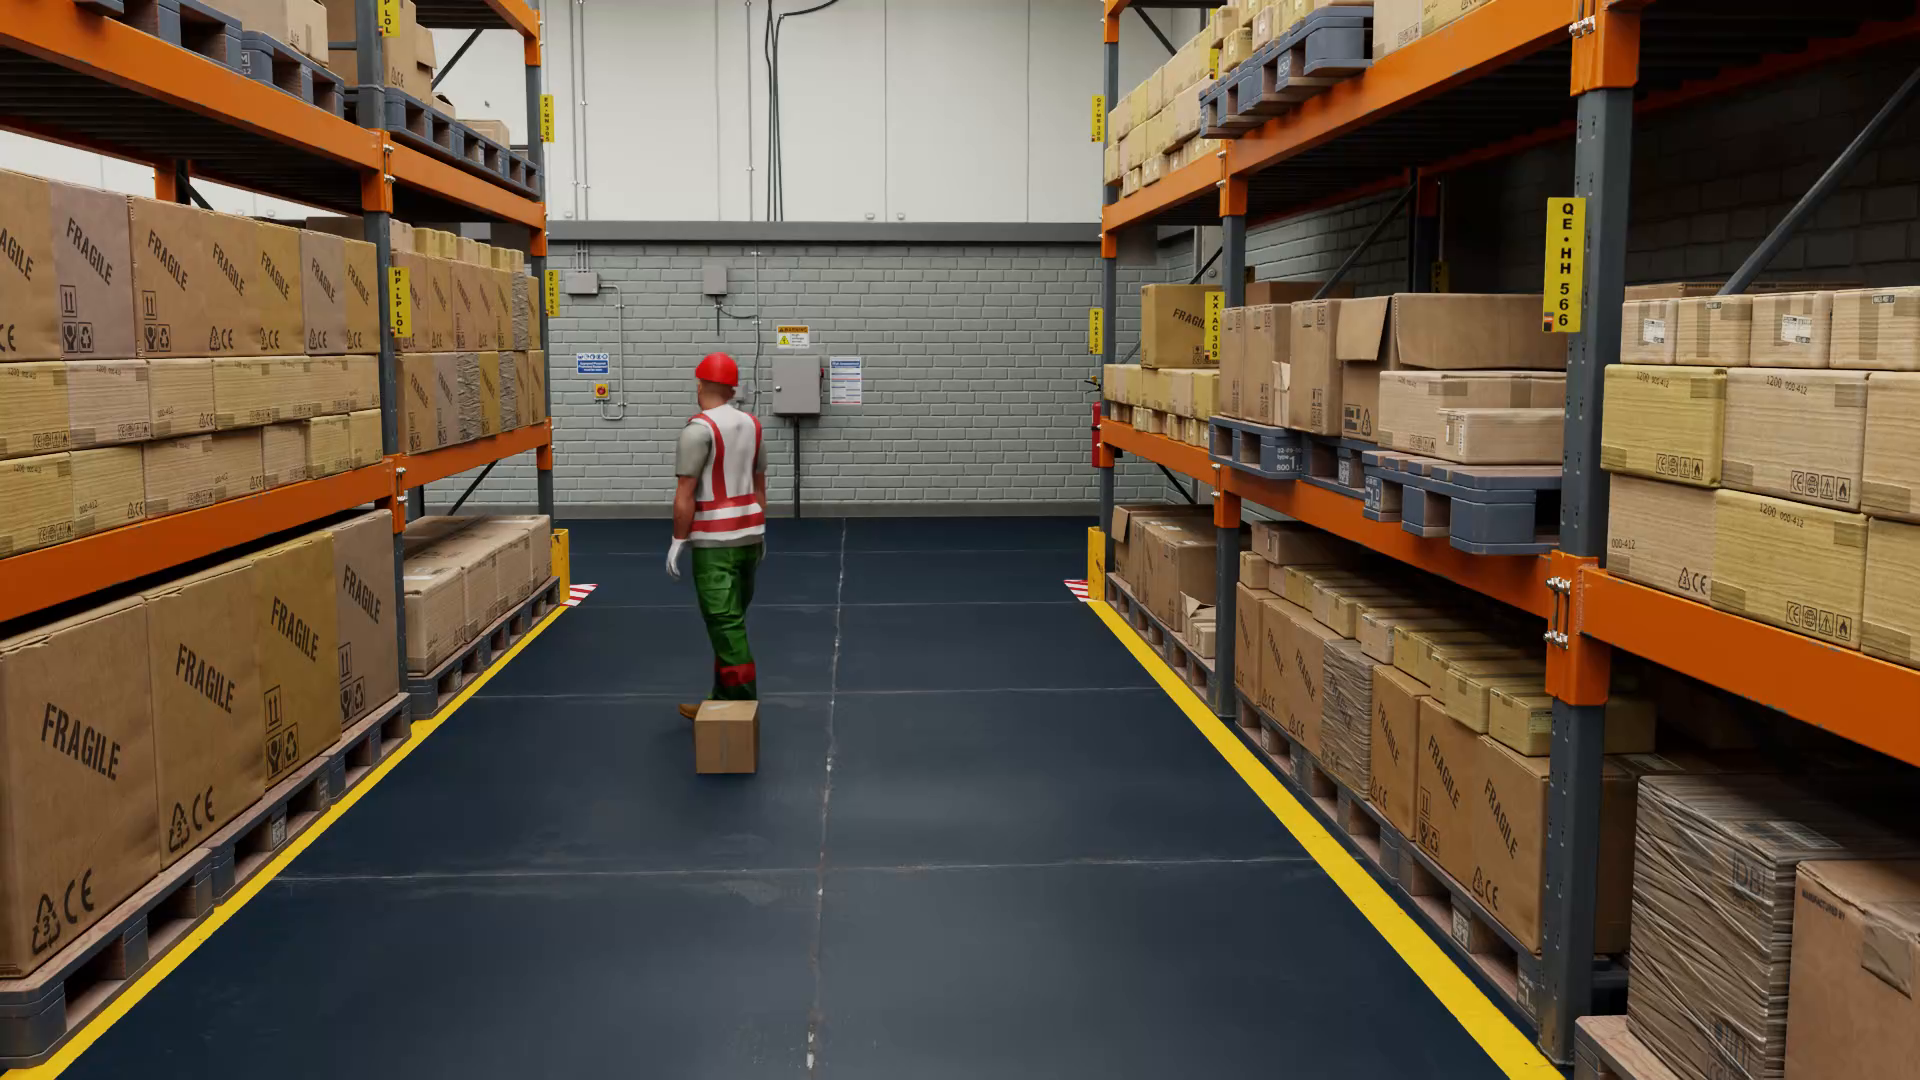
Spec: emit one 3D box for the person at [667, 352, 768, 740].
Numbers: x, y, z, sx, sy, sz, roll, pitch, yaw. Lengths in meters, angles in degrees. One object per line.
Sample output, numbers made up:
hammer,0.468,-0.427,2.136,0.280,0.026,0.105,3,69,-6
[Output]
person,-1.140,0.018,7.787,0.589,1.785,0.632,3,8,26
